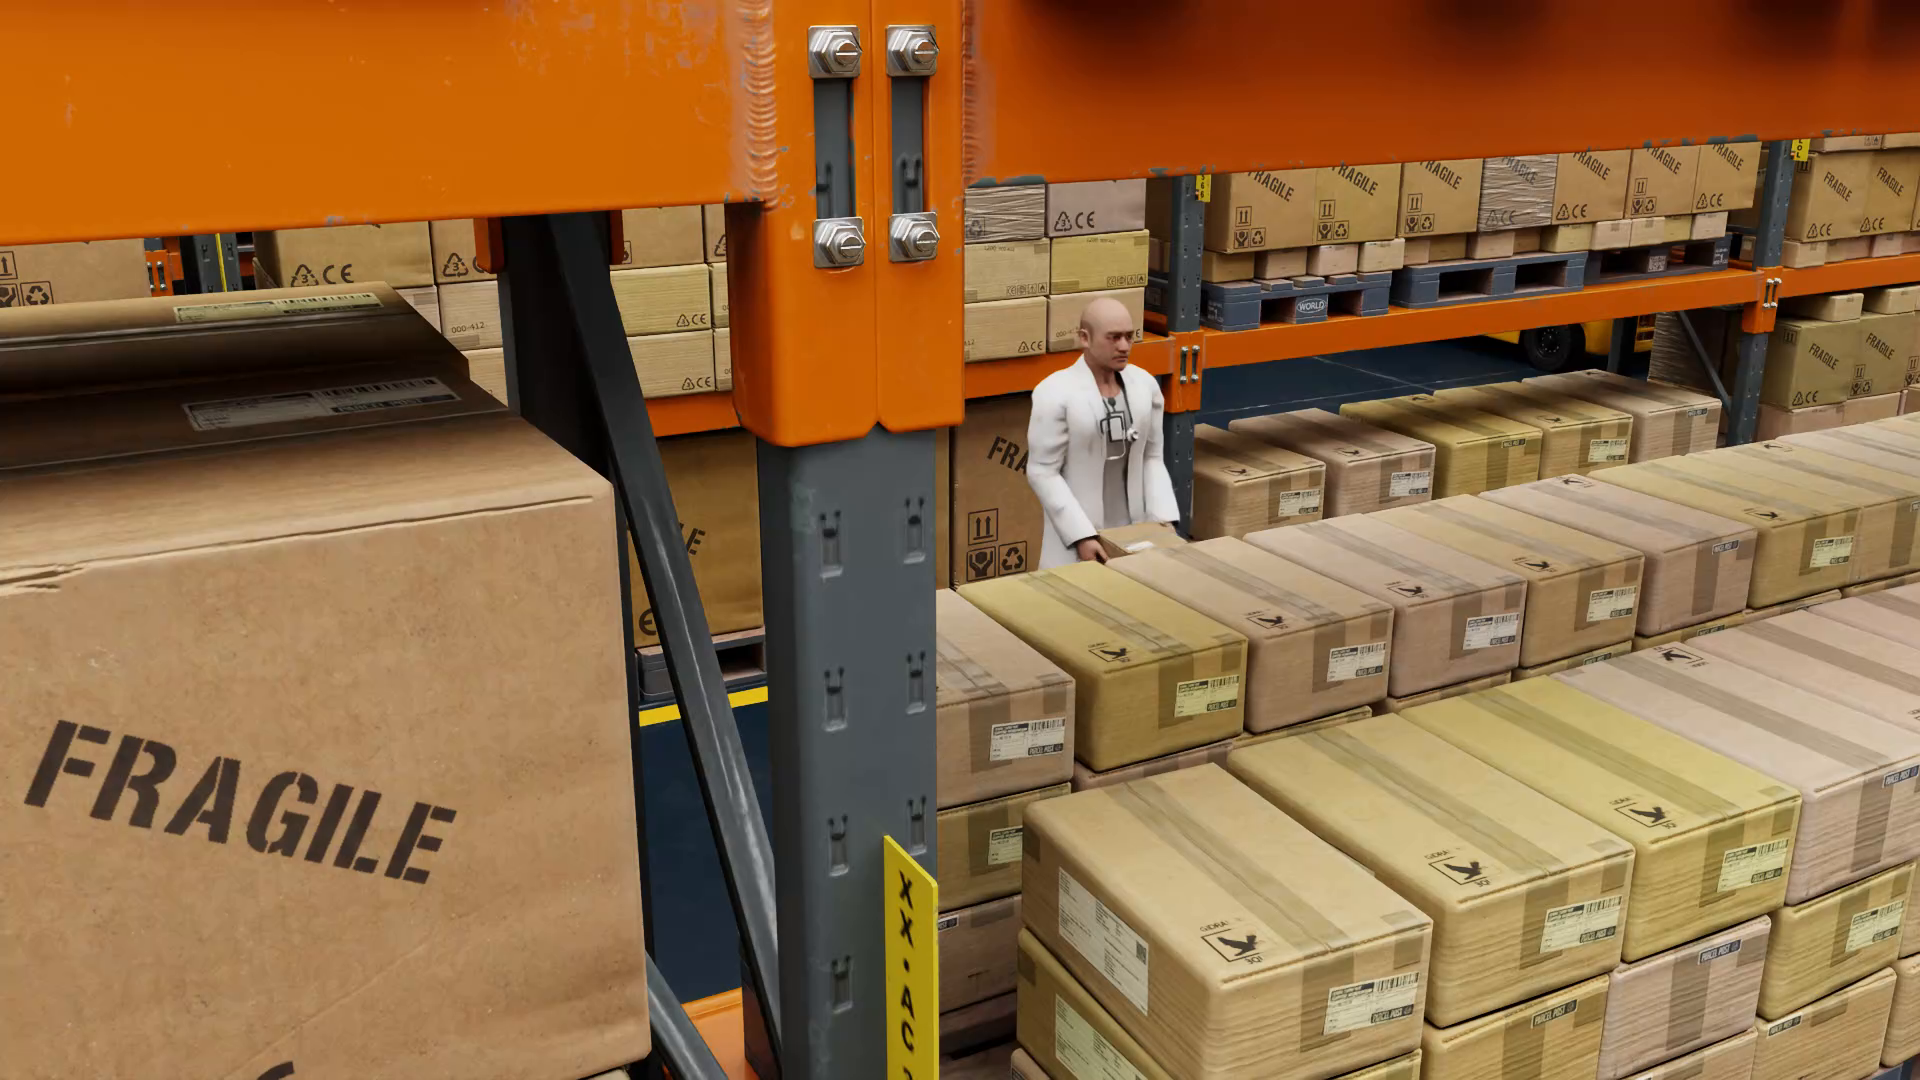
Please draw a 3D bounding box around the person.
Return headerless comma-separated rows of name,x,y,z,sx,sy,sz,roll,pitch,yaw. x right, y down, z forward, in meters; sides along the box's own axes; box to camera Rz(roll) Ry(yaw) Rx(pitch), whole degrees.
person,0.527,0.024,5.997,0.575,1.782,0.467,-10,21,-28
